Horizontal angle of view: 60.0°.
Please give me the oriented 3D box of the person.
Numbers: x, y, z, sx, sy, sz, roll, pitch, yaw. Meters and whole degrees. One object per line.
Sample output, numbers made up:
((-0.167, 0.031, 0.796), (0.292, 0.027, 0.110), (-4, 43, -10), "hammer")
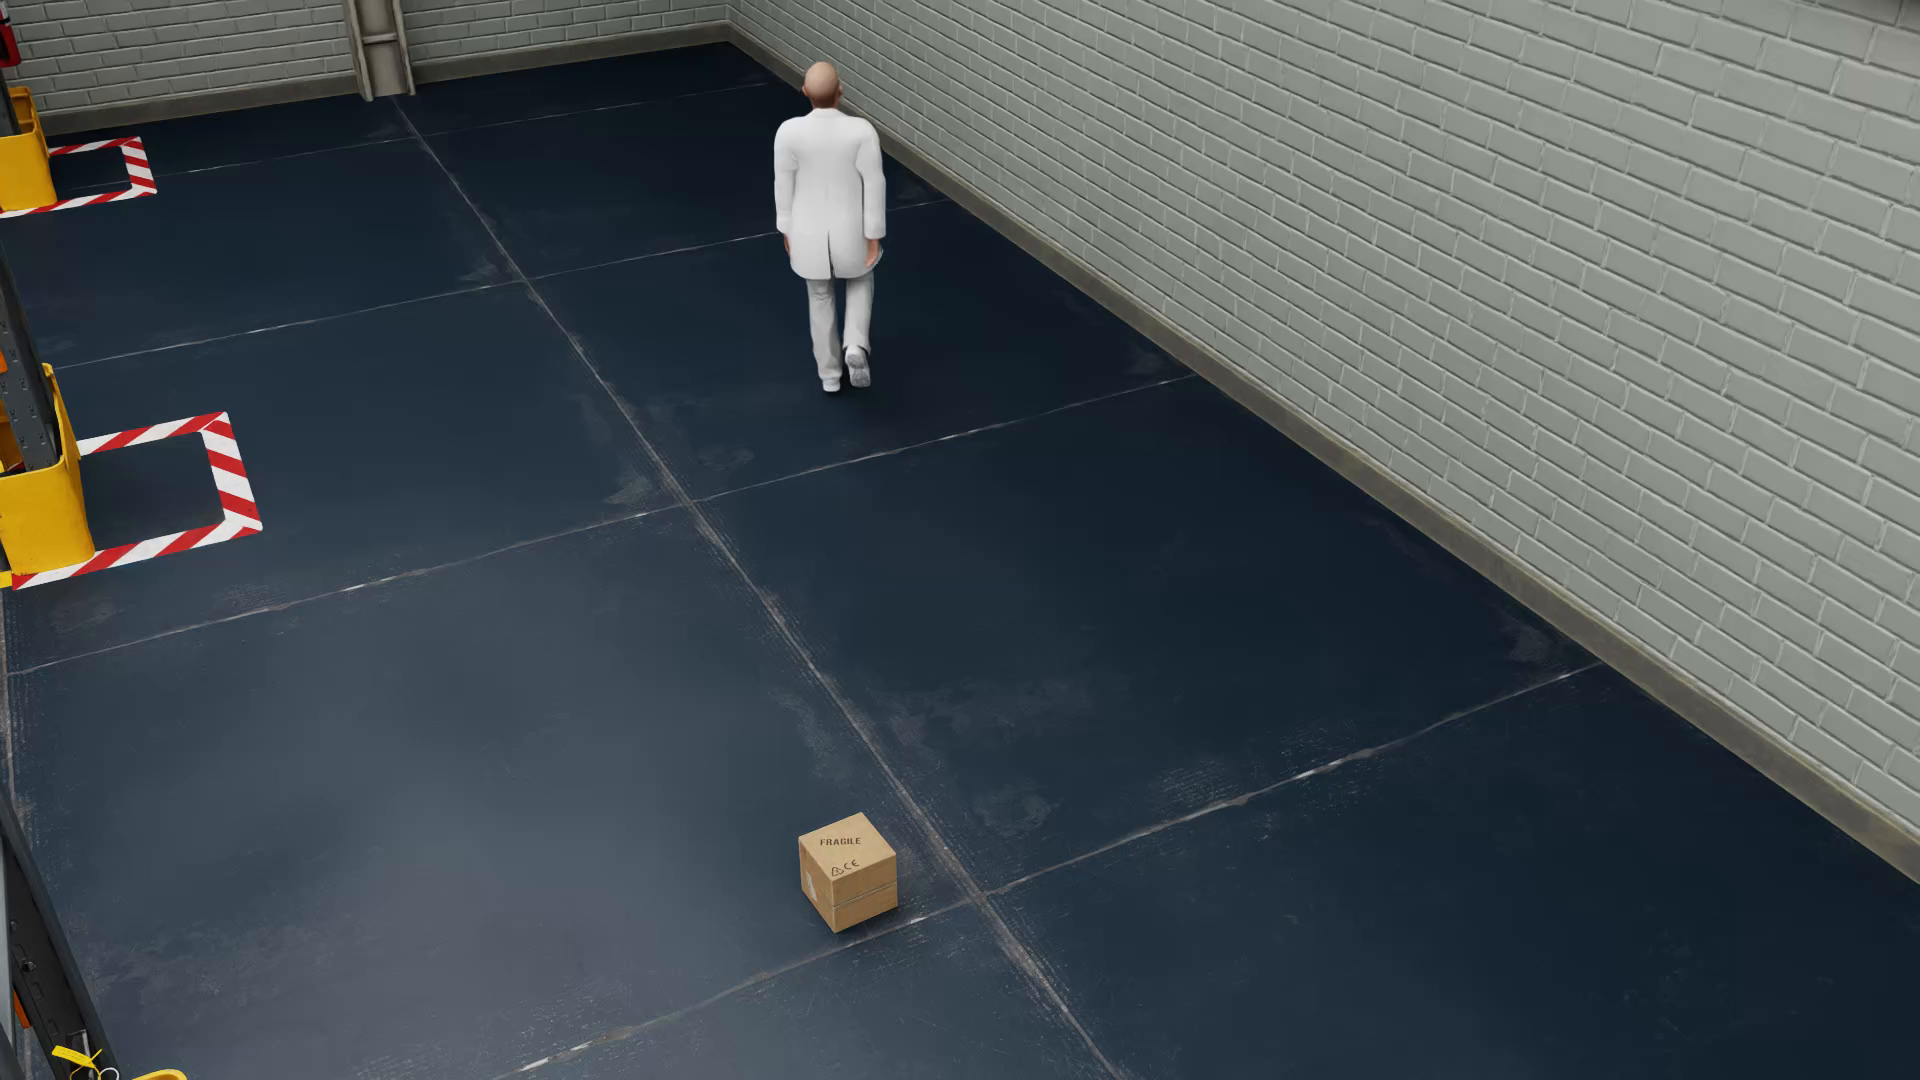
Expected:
((-0.663, -1.601, 8.612), (0.571, 1.765, 0.568), (-2, 33, -3), "person")
